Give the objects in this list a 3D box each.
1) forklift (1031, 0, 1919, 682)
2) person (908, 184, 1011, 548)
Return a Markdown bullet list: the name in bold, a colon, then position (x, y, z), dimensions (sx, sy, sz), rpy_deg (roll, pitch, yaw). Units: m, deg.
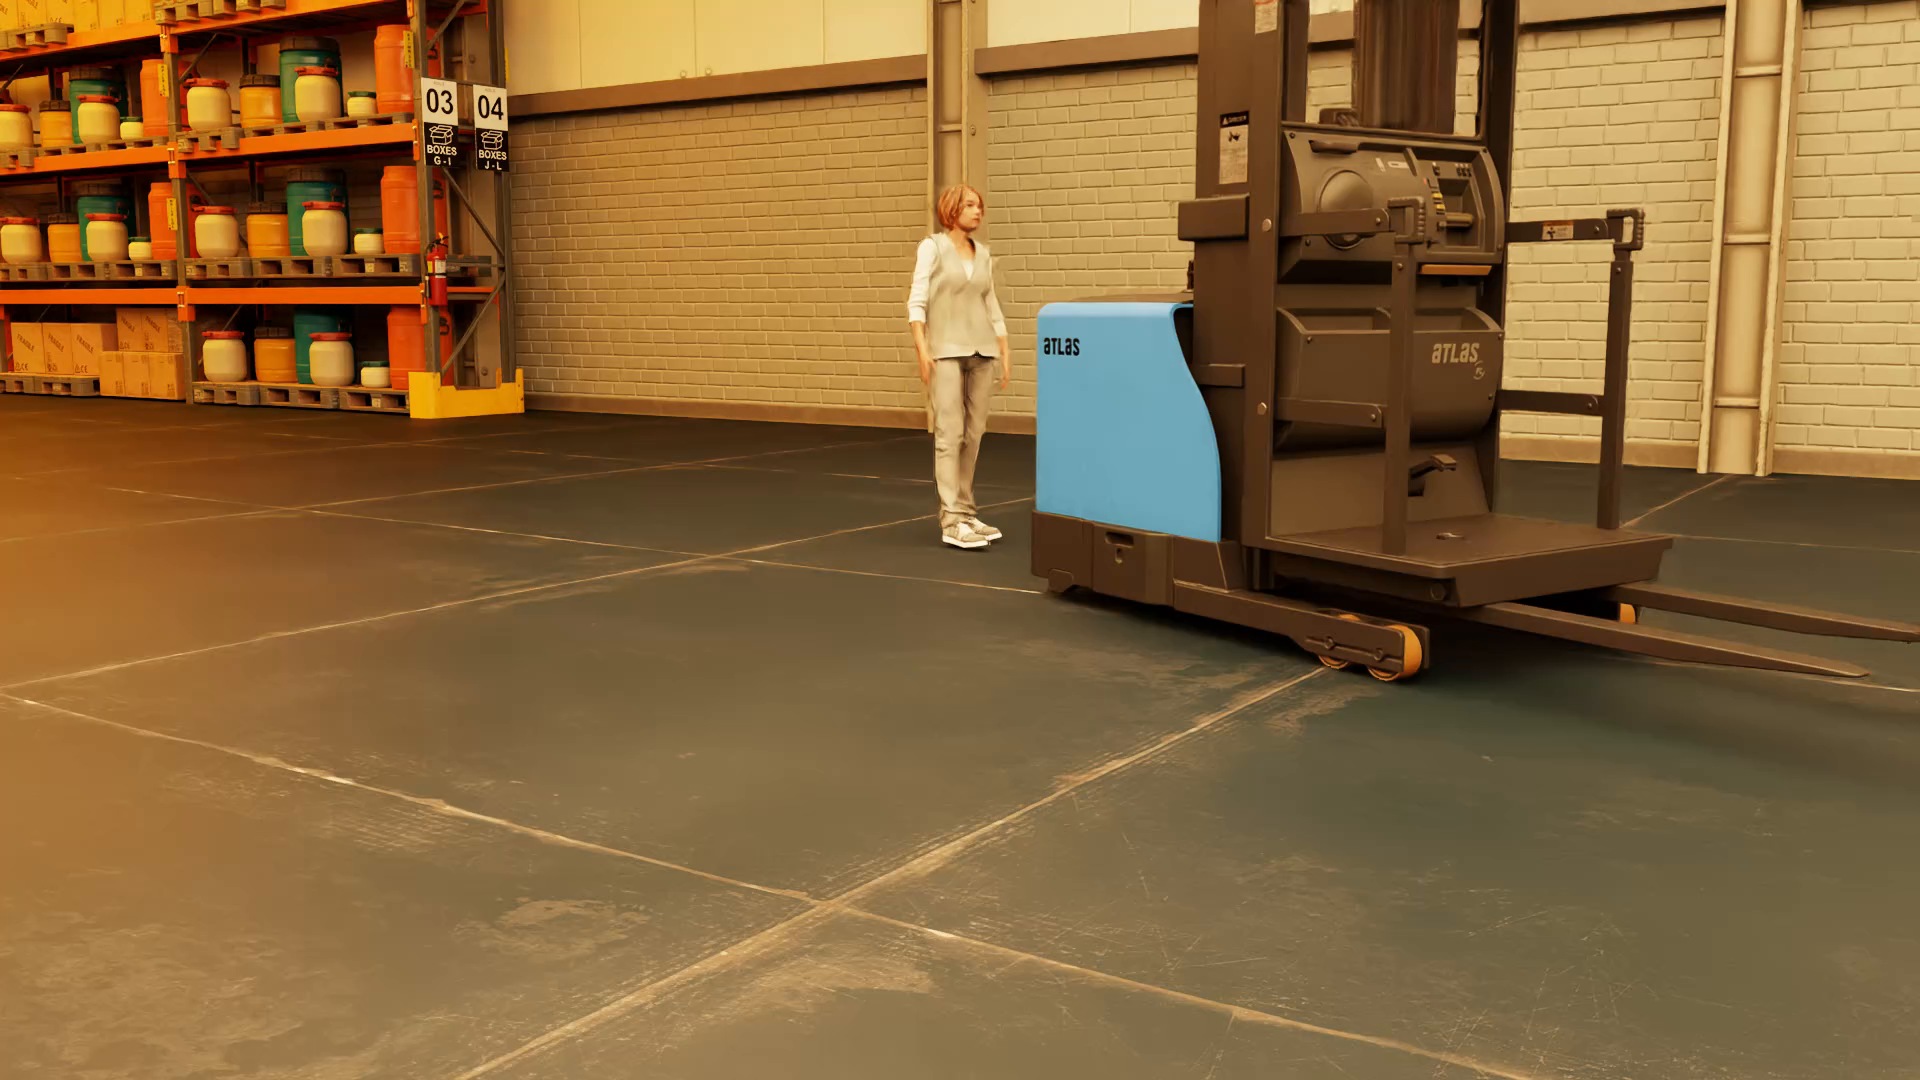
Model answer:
- **forklift**: position (1.501, -1.122, 5.080), dimensions (1.130, 2.935, 3.031), rpy_deg (-5, 10, -33)
- **person**: position (0.062, -0.778, 7.403), dimensions (0.497, 1.591, 0.533), rpy_deg (-5, 10, -33)
